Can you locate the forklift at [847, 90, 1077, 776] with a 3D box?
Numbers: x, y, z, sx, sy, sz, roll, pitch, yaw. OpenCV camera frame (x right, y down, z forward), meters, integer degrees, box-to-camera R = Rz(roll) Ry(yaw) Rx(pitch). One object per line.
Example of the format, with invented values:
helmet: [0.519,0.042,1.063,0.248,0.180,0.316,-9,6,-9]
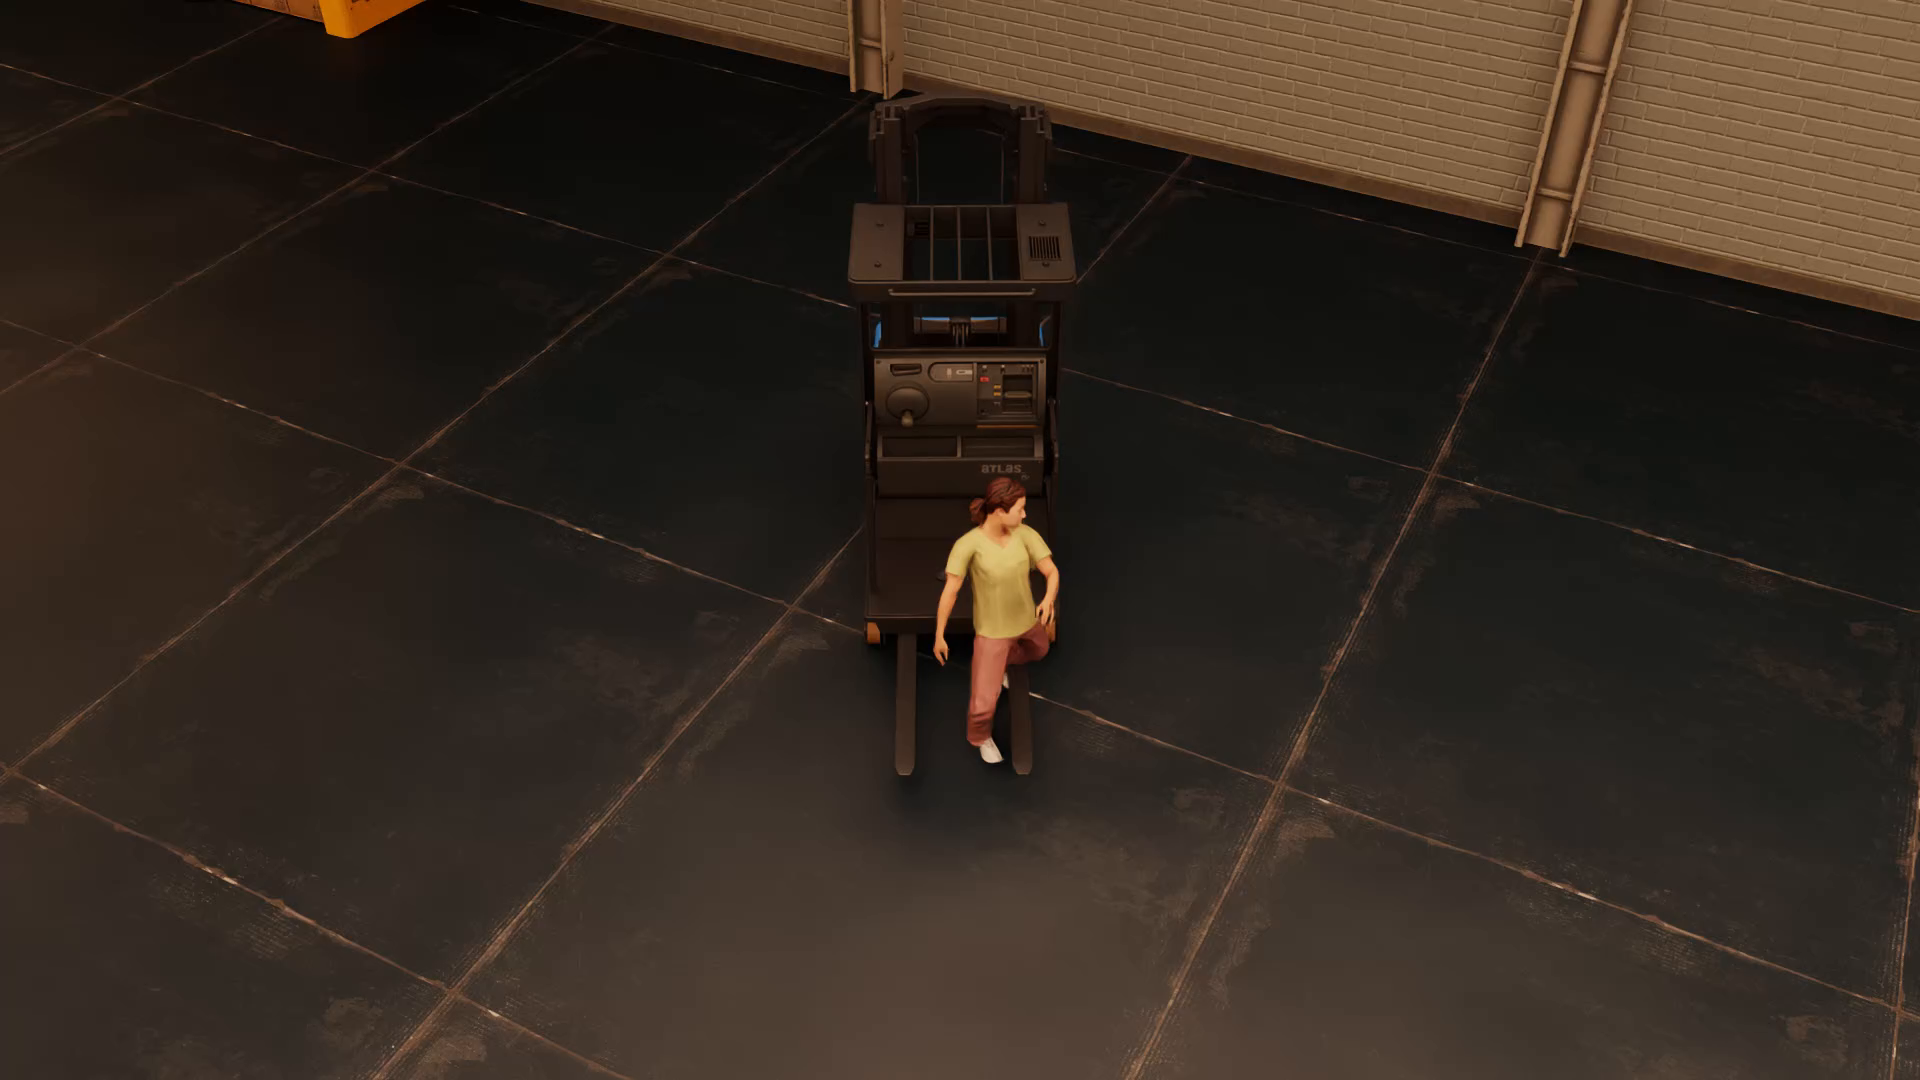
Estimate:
forklift: [0.006,-0.728,8.851,1.130,2.935,3.031,0,40,0]

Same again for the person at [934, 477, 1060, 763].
person: [0.180,0.441,8.514,0.773,1.510,0.824,-29,48,-30]
